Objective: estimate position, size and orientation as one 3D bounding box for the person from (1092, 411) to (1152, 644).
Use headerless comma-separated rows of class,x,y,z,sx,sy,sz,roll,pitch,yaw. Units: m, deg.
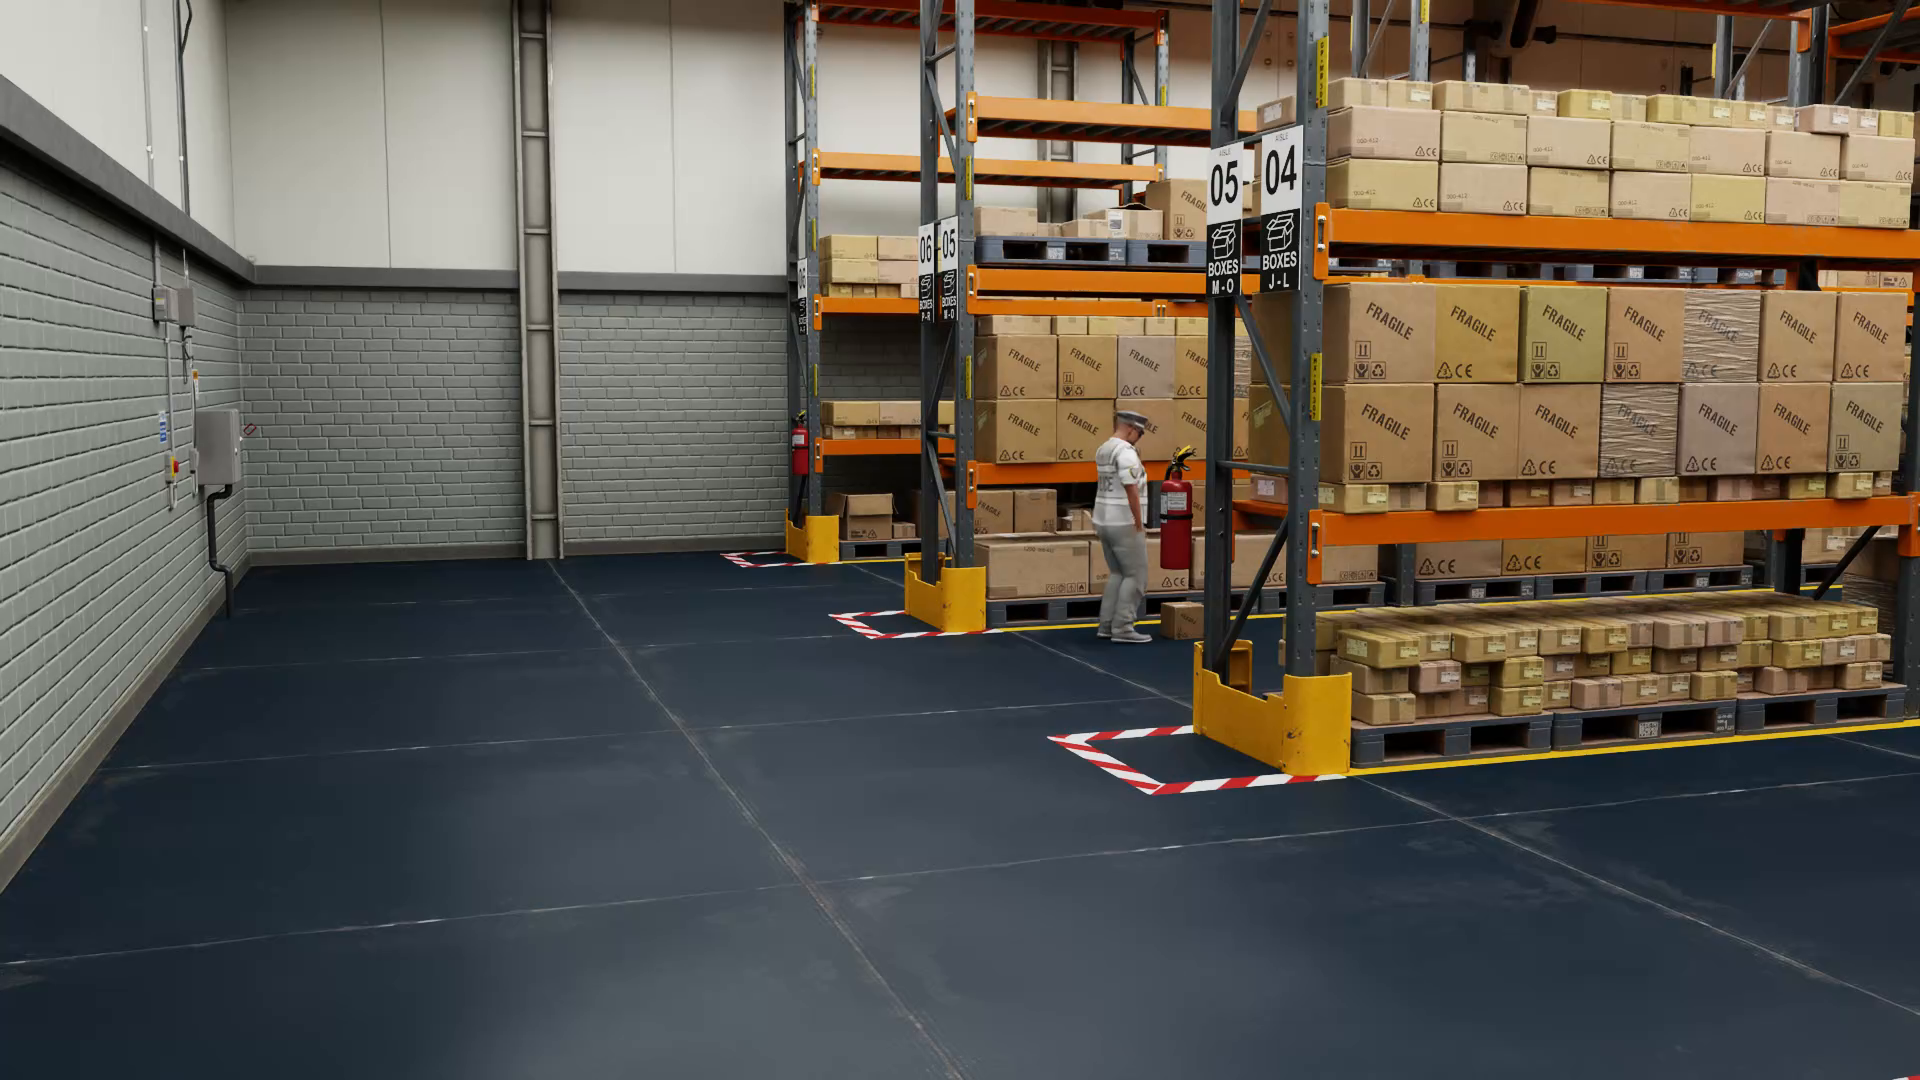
person,1.209,-0.101,12.471,0.408,1.729,0.541,-2,6,-18
